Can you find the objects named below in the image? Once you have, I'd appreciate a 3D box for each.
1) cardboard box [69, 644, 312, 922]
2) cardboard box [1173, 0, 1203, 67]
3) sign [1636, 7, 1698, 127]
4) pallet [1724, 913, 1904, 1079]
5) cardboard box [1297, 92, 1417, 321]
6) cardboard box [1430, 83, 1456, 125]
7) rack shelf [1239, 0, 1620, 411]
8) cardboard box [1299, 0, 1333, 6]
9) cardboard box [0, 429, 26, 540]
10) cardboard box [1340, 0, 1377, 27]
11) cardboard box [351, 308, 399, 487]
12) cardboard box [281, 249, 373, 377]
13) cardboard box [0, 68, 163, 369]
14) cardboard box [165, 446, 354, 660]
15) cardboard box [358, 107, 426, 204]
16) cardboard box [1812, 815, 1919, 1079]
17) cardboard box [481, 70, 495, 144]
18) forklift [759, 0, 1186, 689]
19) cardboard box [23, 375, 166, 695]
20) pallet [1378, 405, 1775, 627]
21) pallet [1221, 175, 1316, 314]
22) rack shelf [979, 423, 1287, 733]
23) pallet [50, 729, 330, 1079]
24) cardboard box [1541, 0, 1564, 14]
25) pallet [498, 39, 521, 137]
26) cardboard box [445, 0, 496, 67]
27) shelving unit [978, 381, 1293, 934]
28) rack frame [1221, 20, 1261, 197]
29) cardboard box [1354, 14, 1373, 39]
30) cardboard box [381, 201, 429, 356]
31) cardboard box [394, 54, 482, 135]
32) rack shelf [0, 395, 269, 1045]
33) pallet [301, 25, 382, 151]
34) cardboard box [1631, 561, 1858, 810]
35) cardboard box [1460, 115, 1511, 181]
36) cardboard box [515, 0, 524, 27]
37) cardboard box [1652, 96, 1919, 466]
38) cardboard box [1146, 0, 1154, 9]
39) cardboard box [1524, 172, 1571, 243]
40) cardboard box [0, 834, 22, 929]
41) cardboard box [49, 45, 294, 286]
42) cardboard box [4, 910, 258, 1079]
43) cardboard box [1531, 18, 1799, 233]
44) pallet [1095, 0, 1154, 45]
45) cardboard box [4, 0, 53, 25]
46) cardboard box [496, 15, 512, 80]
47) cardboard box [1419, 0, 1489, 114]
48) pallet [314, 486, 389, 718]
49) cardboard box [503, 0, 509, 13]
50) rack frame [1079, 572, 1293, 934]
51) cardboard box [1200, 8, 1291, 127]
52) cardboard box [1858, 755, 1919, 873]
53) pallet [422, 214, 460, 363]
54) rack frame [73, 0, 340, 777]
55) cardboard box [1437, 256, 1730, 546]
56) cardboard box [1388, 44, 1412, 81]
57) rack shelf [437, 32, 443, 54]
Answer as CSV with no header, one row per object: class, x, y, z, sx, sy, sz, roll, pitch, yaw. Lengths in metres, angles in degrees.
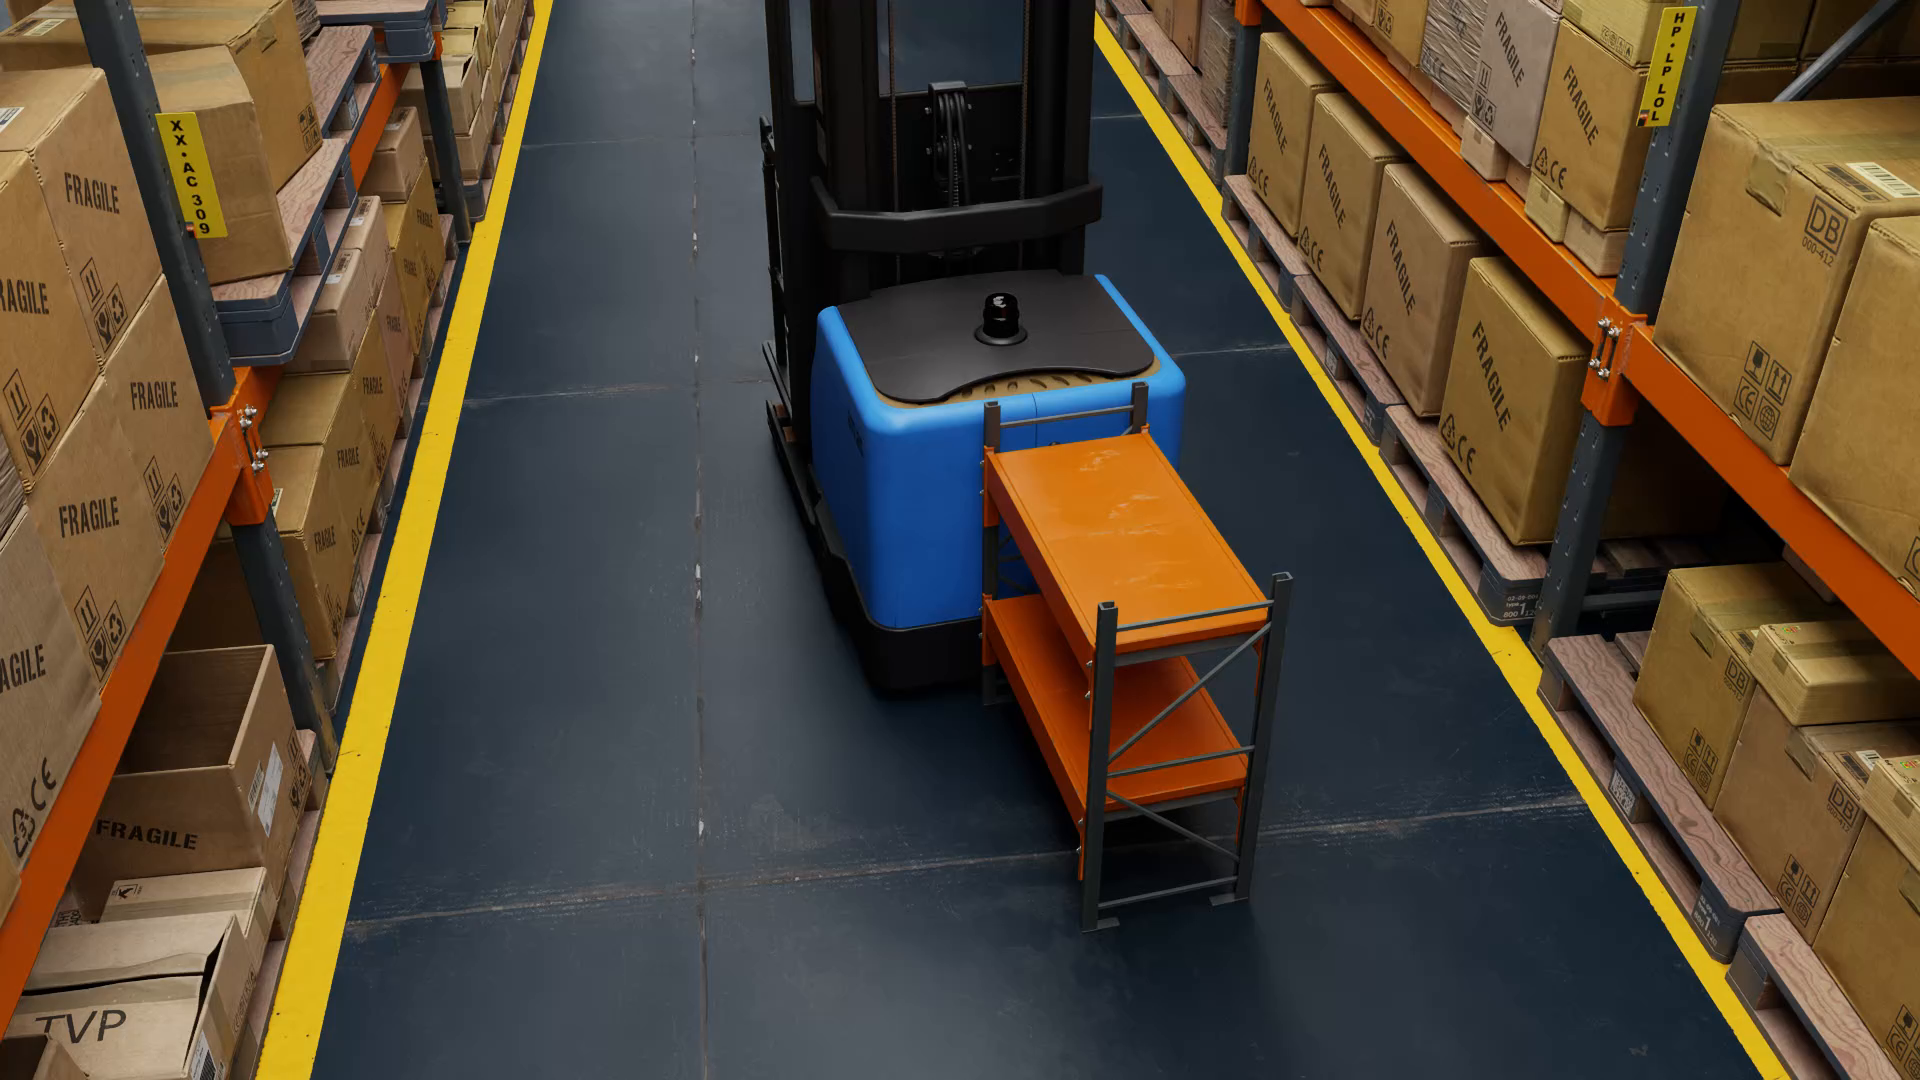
cardboard box,-2.097,0.645,4.469,0.500,0.500,0.500,-4,35,-6
cardboard box,1.718,-3.230,10.155,0.700,0.500,0.500,-5,35,-7
sign,1.917,-1.279,4.506,0.100,0.325,0.005,-4,35,-6
pallet,2.646,1.385,4.030,1.003,0.211,1.213,-4,35,-6
cardboard box,1.996,-1.488,7.305,0.750,0.750,0.750,-5,35,-7
cardboard box,2.000,-1.664,6.233,0.380,0.149,0.250,-5,35,-8
rack shelf,2.184,-1.699,6.718,1.077,0.370,4.000,-4,35,-6
cardboard box,1.707,-2.519,7.488,0.380,0.149,0.250,-3,34,-5
cardboard box,-1.991,-0.128,2.797,0.500,0.500,0.500,-4,34,-6
cardboard box,1.854,-2.424,6.773,0.500,0.500,0.500,-5,35,-7
cardboard box,-2.421,-0.516,6.173,0.500,0.500,0.500,-4,34,-6
cardboard box,-2.413,-0.808,5.935,0.500,0.250,0.500,-4,35,-6
cardboard box,-2.130,-0.695,3.629,0.500,0.500,0.500,-4,34,-6
cardboard box,-2.278,0.060,5.327,0.500,0.500,0.500,-6,35,-9
cardboard box,-2.623,-1.658,7.183,0.500,0.250,0.500,-3,34,-5
cardboard box,2.584,0.972,4.007,0.700,0.500,0.500,-4,34,-5
cardboard box,-2.841,-2.367,9.128,0.500,0.250,0.500,-5,35,-8
forklift,-0.164,-1.552,5.924,1.130,2.935,3.031,-9,35,-13
cardboard box,-2.063,0.003,3.493,0.500,0.500,0.500,-3,34,-5
pallet,2.275,-0.152,6.286,1.003,0.211,1.213,-4,35,-6
pallet,1.947,-1.514,8.284,1.003,0.211,1.213,-4,35,-6
rack shelf,0.447,0.070,4.628,0.538,0.278,1.000,-9,35,-12
pallet,-2.363,1.033,4.547,1.003,0.211,1.213,-4,35,-6
cardboard box,2.078,-1.890,5.323,0.500,0.250,0.500,-4,34,-5
pallet,-3.226,-2.724,10.060,1.003,0.211,1.213,-4,35,-6
cardboard box,-2.917,-2.896,9.406,0.500,0.311,0.500,-5,35,-8
shelving unit,0.447,0.312,4.793,0.538,1.125,1.048,-9,35,-12
rack frame,1.915,-3.112,8.153,1.000,3.000,0.127,-4,35,-6
cardboard box,1.907,-2.244,7.085,0.380,0.149,0.250,-4,34,-5
cardboard box,-2.565,-1.091,7.016,0.500,0.500,0.500,-6,35,-8
cardboard box,-2.772,-2.318,8.559,0.500,0.311,0.500,-3,34,-5
rack shelf,-2.186,0.911,2.889,1.077,0.370,4.000,-4,35,-6
pallet,-2.727,-1.571,6.061,1.003,0.211,1.213,-4,35,-6
cardboard box,2.452,0.405,4.840,0.700,0.500,0.500,-4,34,-6
cardboard box,1.986,-1.382,5.819,0.380,0.149,0.250,-4,35,-6
cardboard box,-3.121,-3.512,10.809,0.500,0.250,0.500,-5,35,-7
cardboard box,2.510,-0.700,4.347,0.980,0.700,0.700,-4,34,-6
cardboard box,1.612,-3.799,10.990,0.700,0.500,0.500,-5,35,-7
cardboard box,2.070,-1.091,5.392,0.380,0.149,0.250,-4,34,-5
cardboard box,-1.920,0.574,2.656,0.500,0.500,0.500,-4,34,-6
cardboard box,-2.297,-0.999,4.590,0.700,0.500,0.500,-16,37,-22
cardboard box,-1.996,1.142,3.908,0.500,0.311,0.500,-4,35,-6
cardboard box,2.142,-1.291,5.110,0.500,0.500,0.500,-5,35,-7
pallet,1.484,-3.758,11.576,1.003,0.211,1.213,-4,35,-6
cardboard box,-2.753,-1.699,5.617,0.700,0.500,0.500,-13,36,-18
cardboard box,-2.985,-2.943,9.973,0.500,0.250,0.500,-4,34,-5
cardboard box,2.004,-1.856,5.939,0.500,0.500,0.500,-4,35,-6
pallet,-2.602,0.199,5.771,1.003,0.211,1.213,-4,35,-6
cardboard box,-3.051,-3.463,10.239,0.500,0.311,0.500,-4,35,-7
rack frame,0.579,0.589,4.387,0.500,1.125,0.032,-9,35,-12
cardboard box,1.767,-2.659,9.317,0.700,0.500,0.500,-4,34,-6
cardboard box,2.388,0.633,3.929,0.380,0.149,0.250,-5,35,-8
pallet,-2.930,-1.163,7.769,1.003,0.211,1.213,-4,35,-6
rack frame,-2.455,-0.503,4.324,1.000,3.000,0.127,-4,35,-6
cardboard box,2.237,-0.518,5.882,0.750,0.750,0.750,-4,34,-6
cardboard box,1.947,-1.960,6.668,0.380,0.149,0.250,-4,34,-6
rack shelf,-3.262,-3.554,9.440,1.077,0.370,4.000,-4,35,-6
